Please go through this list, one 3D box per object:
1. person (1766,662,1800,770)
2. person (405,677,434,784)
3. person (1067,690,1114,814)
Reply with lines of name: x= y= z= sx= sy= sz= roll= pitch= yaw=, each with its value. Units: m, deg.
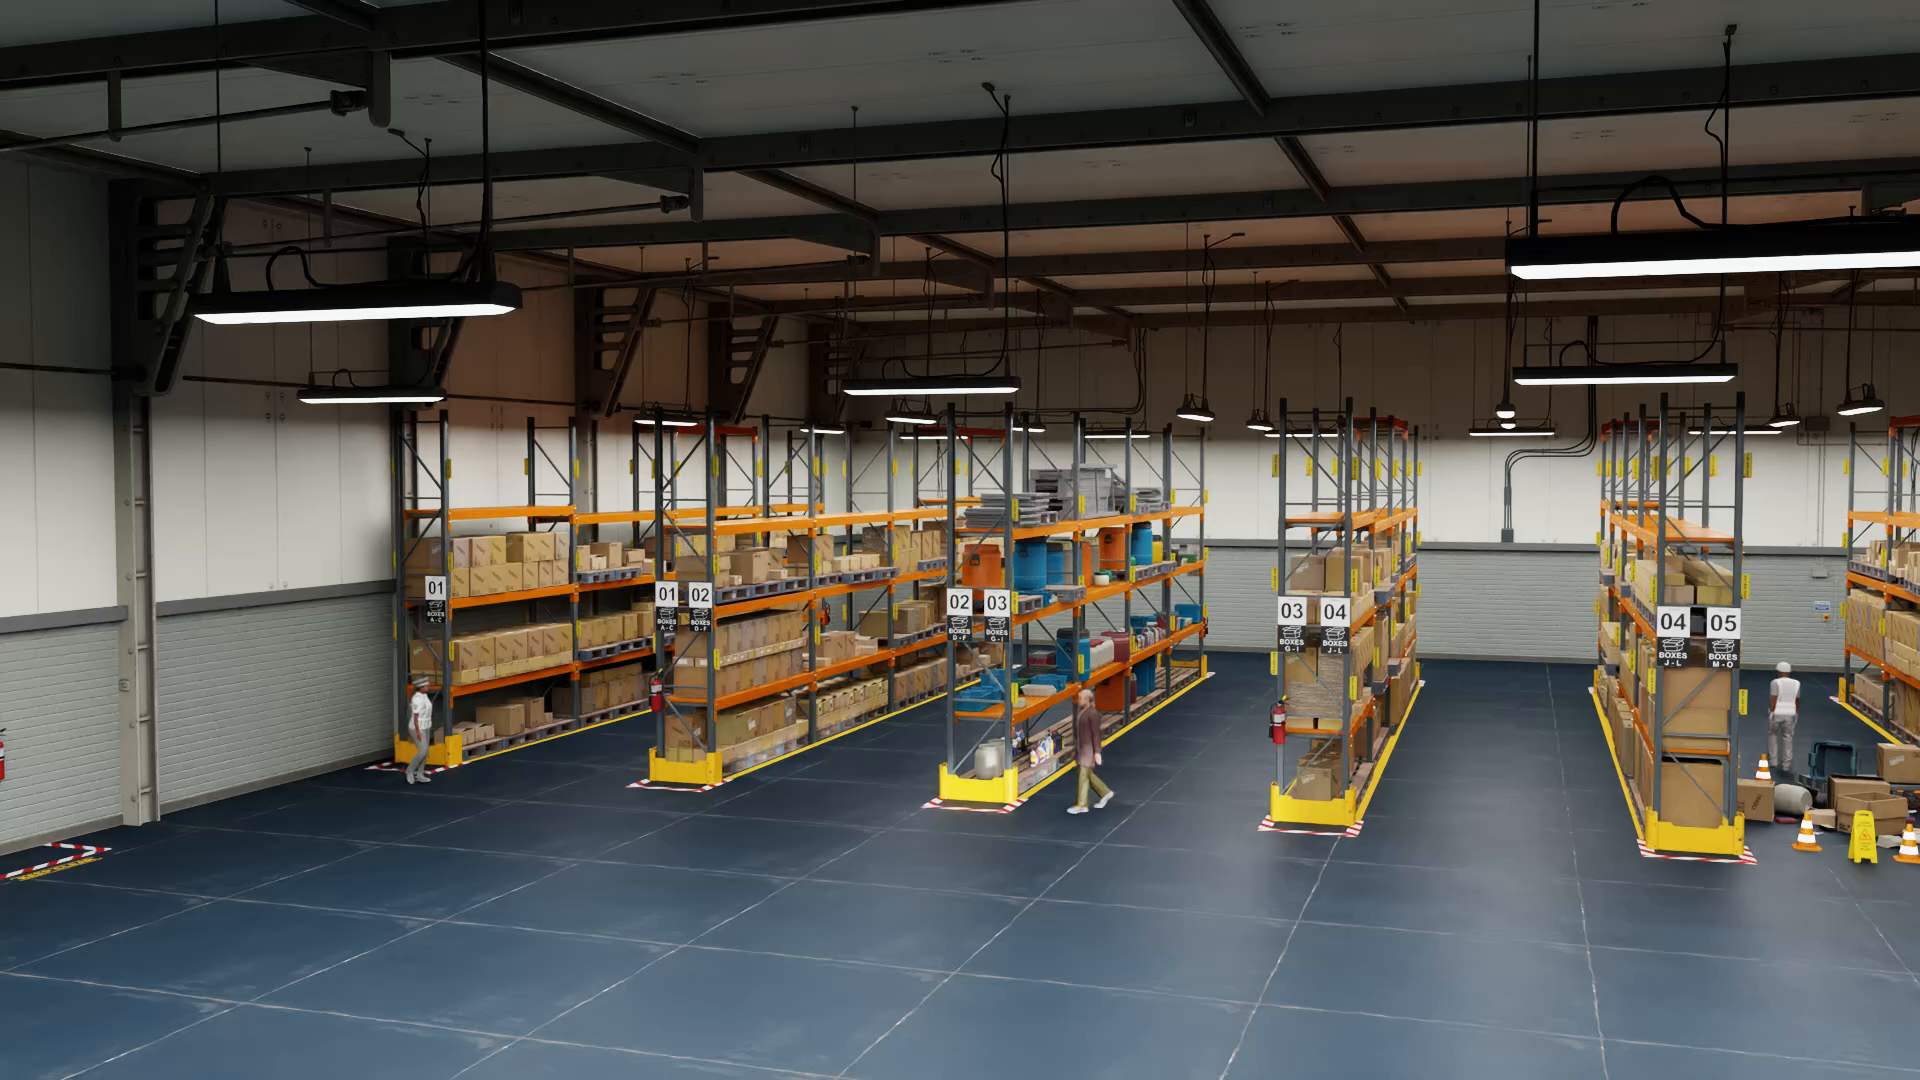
person: x=13.712 y=2.949 z=27.662 sx=0.532 sy=1.828 sz=0.563 roll=1 pitch=3 yaw=13
person: x=-8.571 y=3.012 z=26.406 sx=0.430 sy=1.683 sz=0.462 roll=0 pitch=2 yaw=11
person: x=1.898 y=3.064 z=24.291 sx=0.852 sy=1.768 sz=0.559 roll=-1 pitch=3 yaw=-17
